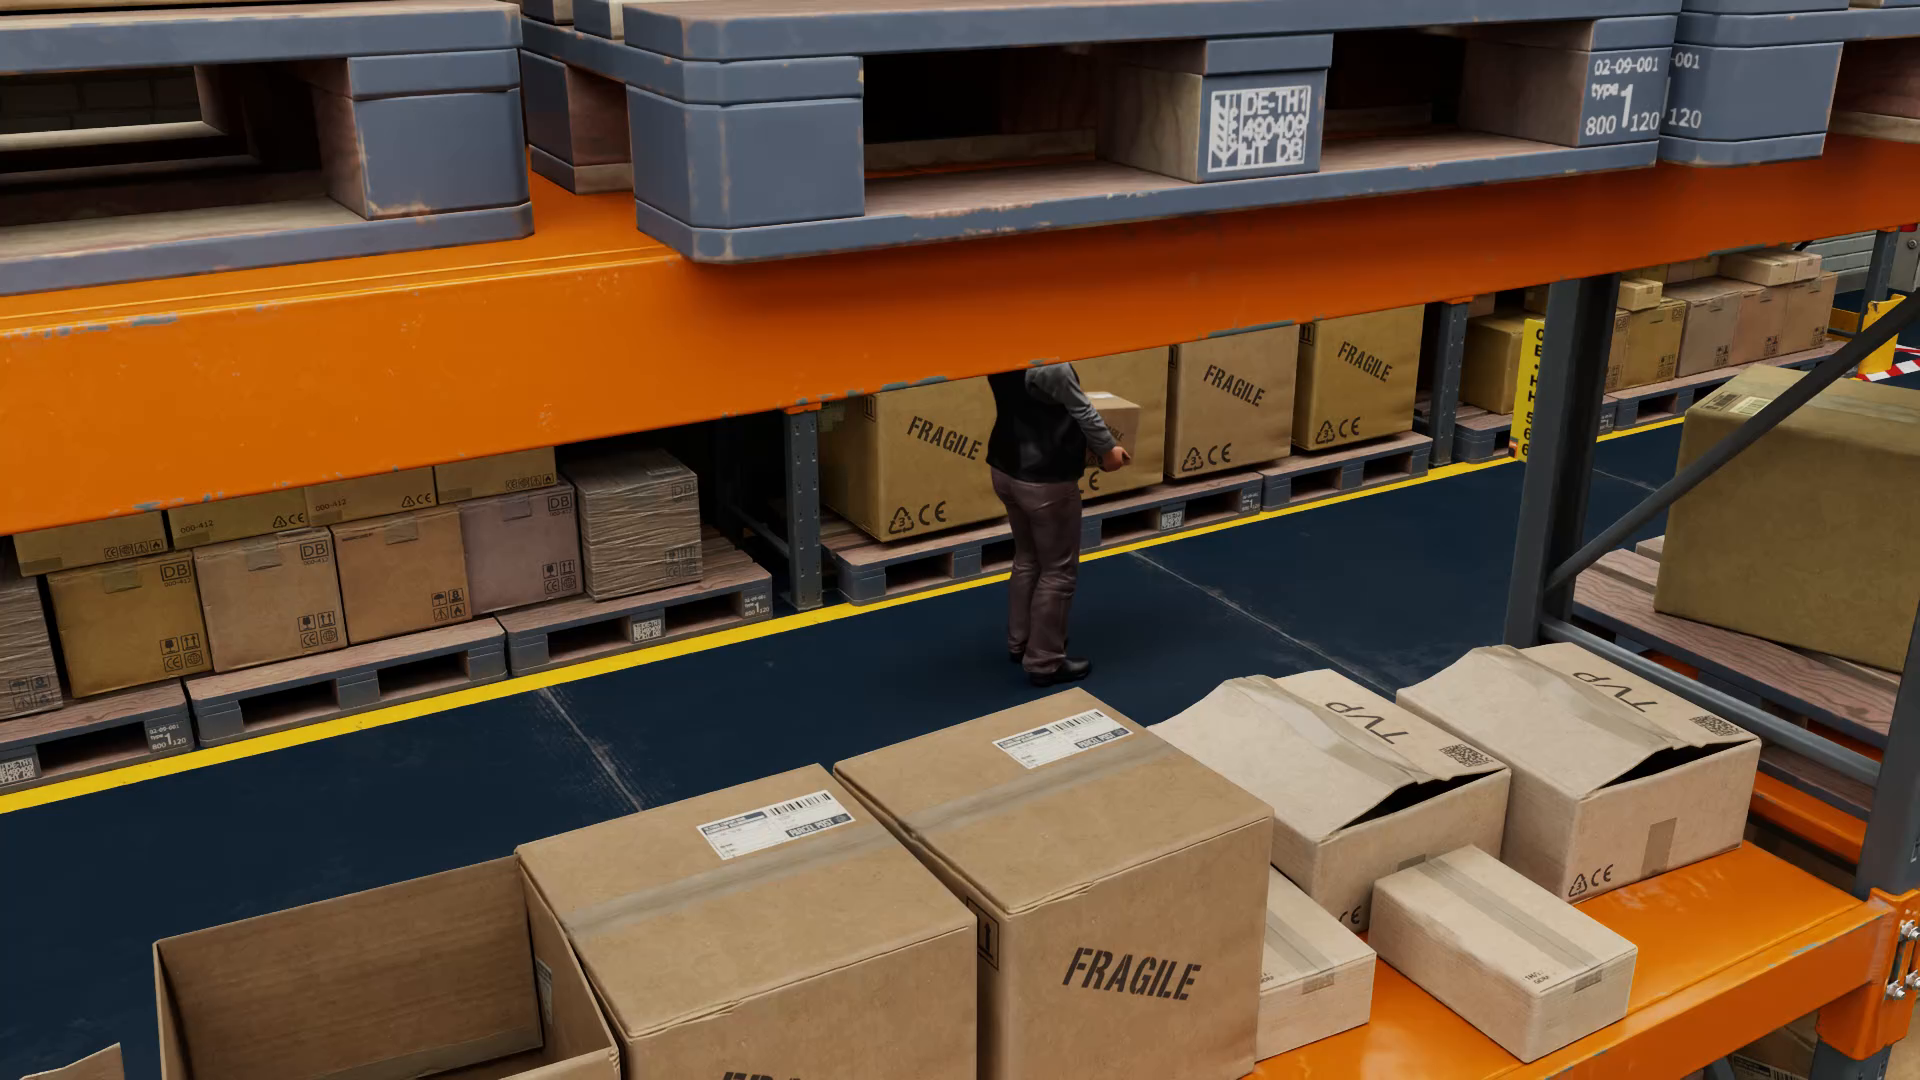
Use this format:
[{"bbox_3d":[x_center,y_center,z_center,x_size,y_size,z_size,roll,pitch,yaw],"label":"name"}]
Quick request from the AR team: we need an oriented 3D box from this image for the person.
[{"bbox_3d":[0.339,-0.195,6.828,0.448,1.450,0.494,-12,25,-28],"label":"person"}]
